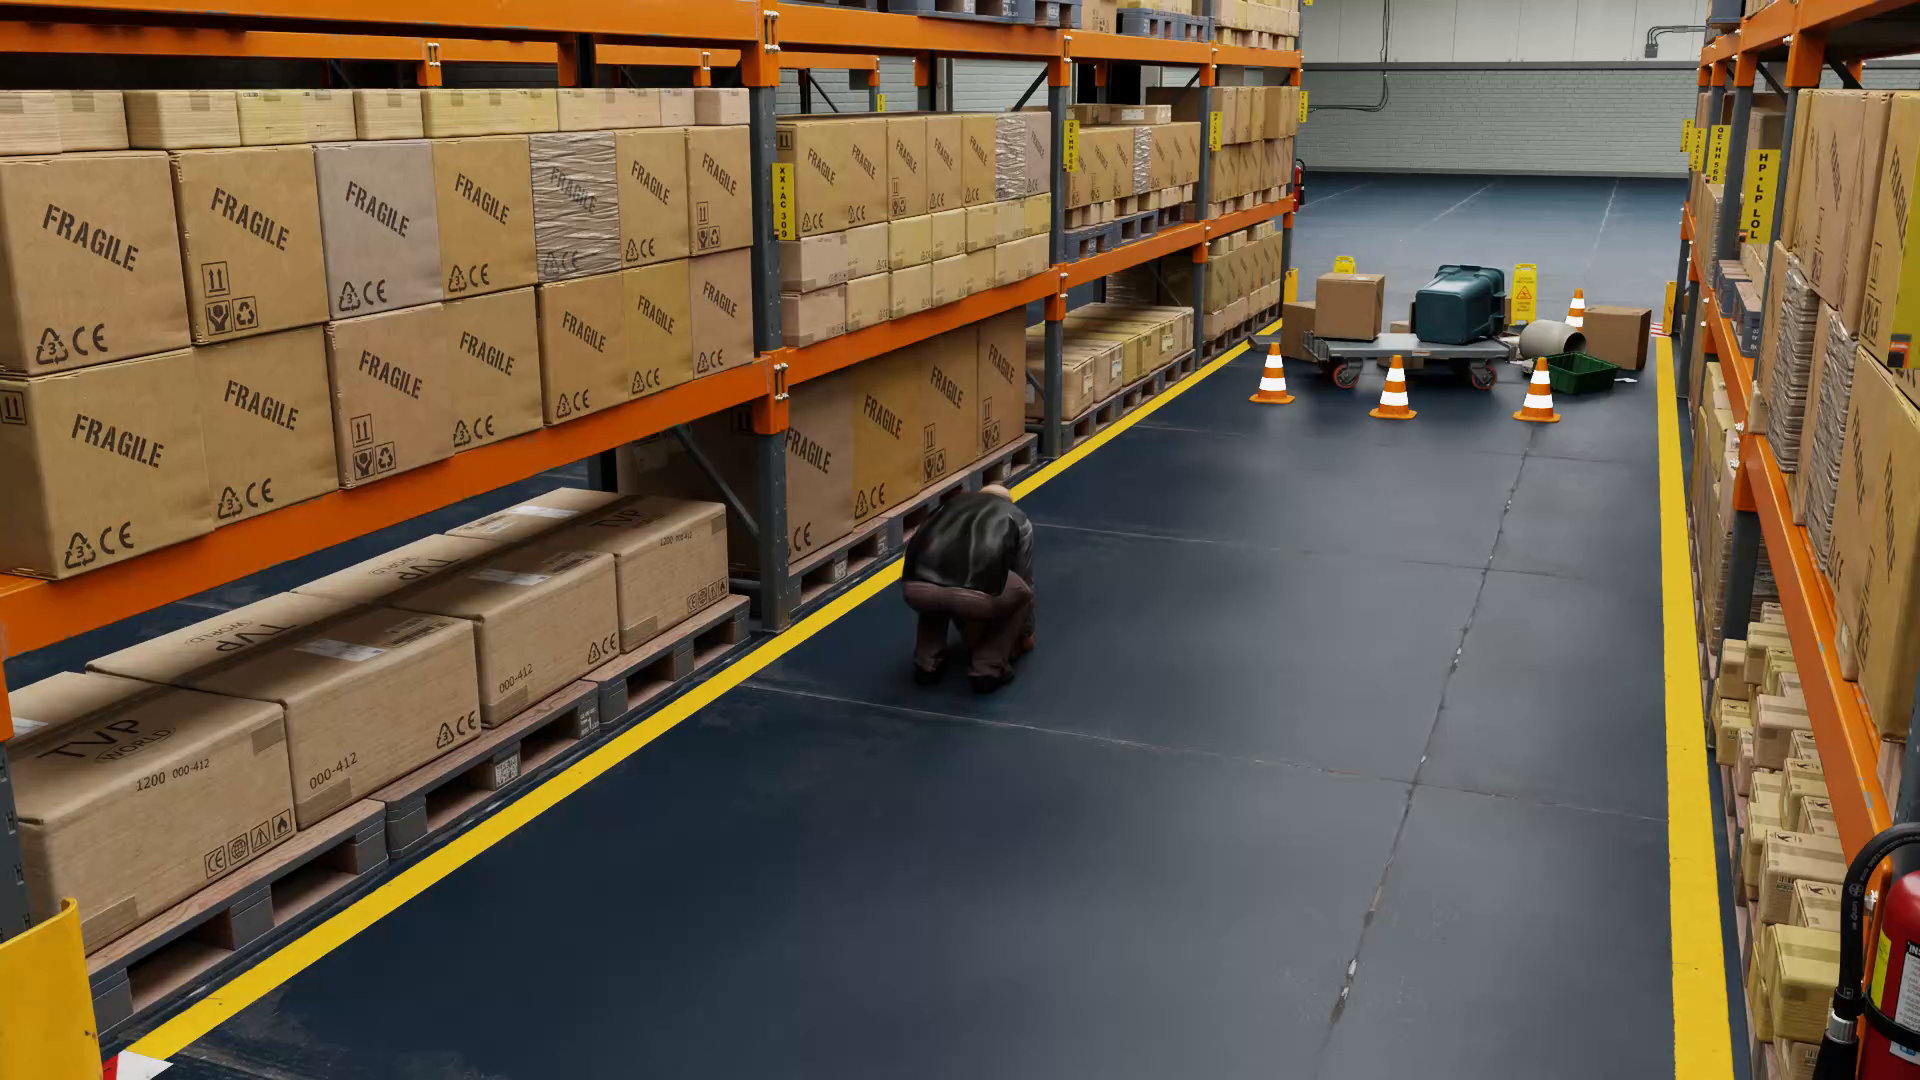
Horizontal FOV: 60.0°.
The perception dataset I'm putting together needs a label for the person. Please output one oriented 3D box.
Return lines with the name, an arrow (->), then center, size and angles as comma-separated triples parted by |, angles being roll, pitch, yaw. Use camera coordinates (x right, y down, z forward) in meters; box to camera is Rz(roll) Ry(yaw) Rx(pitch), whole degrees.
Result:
person -> 0.060, 0.206, 7.195 | 0.508, 0.776, 0.935 | 6, 16, 20
